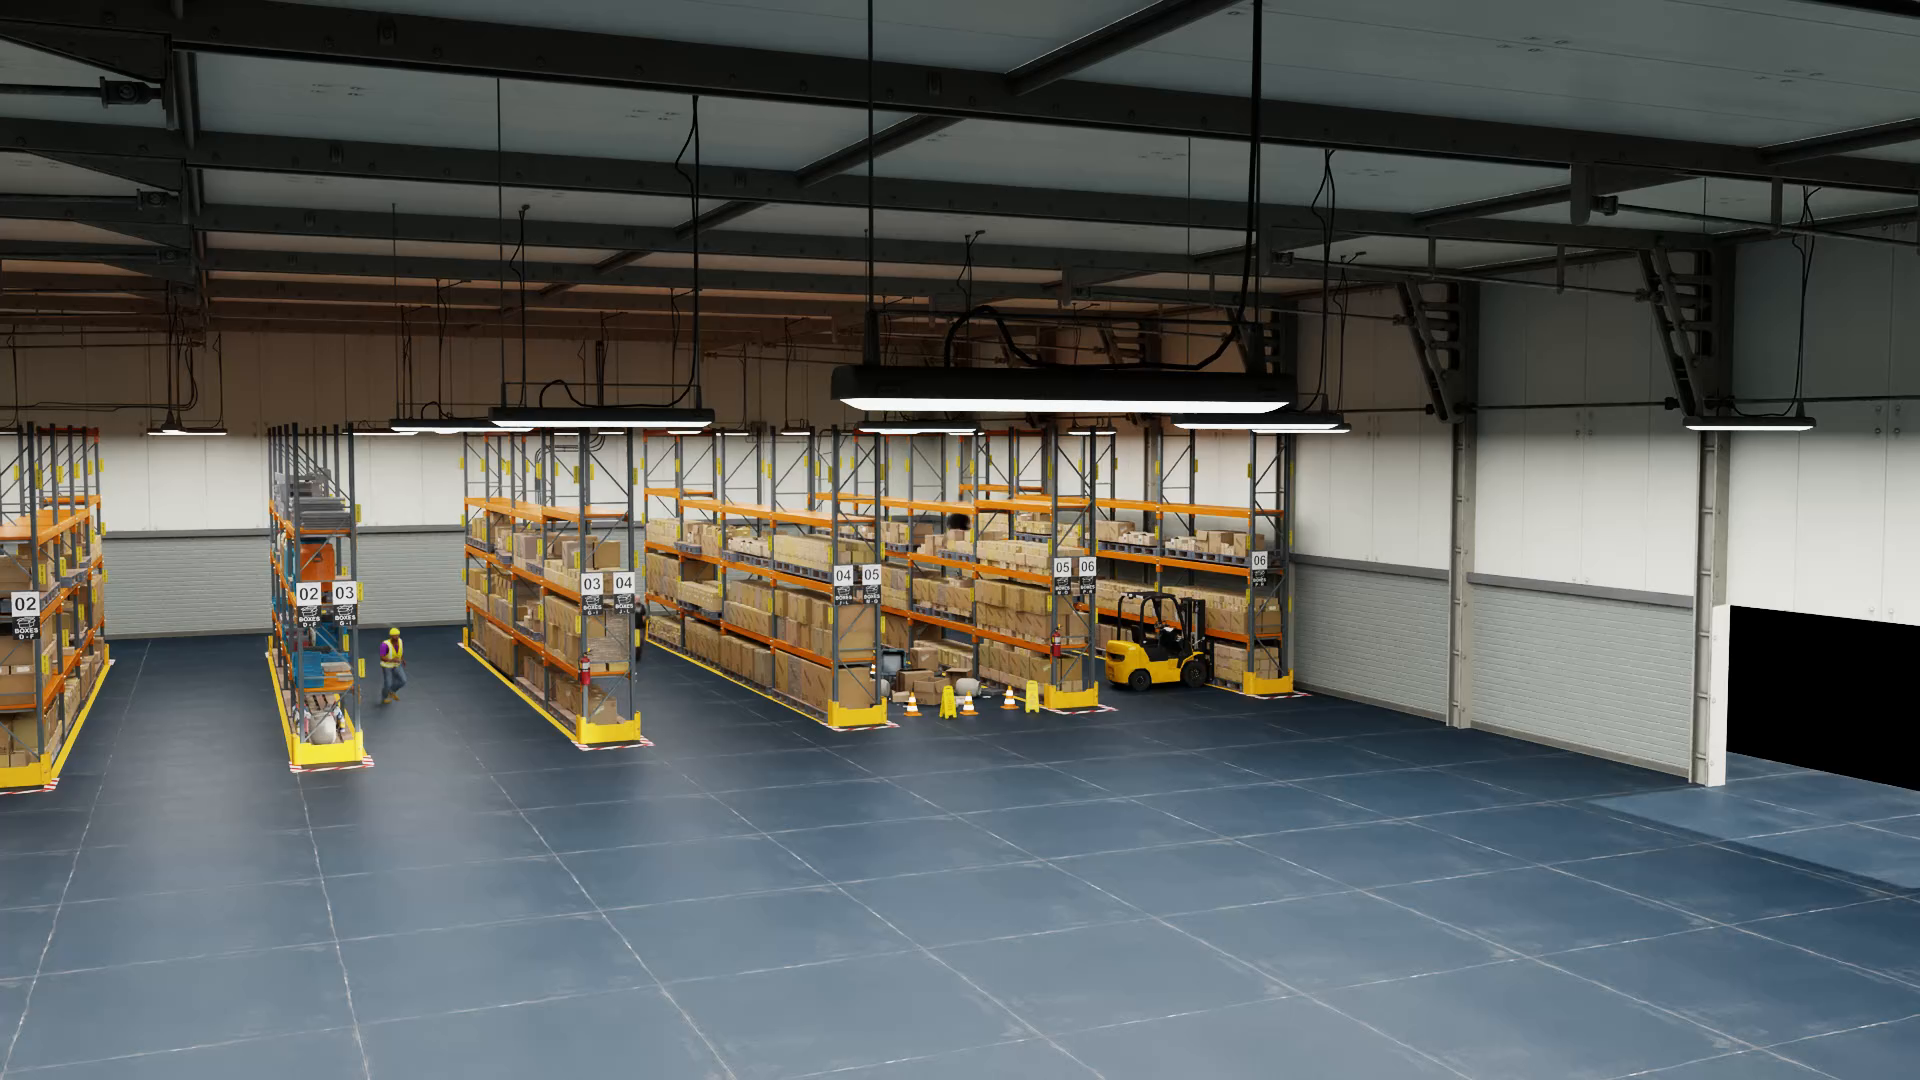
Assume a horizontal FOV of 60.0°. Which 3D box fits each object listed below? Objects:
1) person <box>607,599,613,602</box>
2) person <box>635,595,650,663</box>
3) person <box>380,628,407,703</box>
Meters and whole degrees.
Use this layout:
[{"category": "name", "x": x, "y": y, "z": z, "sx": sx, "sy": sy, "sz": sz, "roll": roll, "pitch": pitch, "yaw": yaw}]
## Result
[{"category": "person", "x": -9.678, "y": 2.115, "z": 45.342, "sx": 0.562, "sy": 1.738, "sz": 0.813, "roll": -1, "pitch": 4, "yaw": -20}, {"category": "person", "x": -8.231, "y": 2.275, "z": 42.466, "sx": 0.638, "sy": 1.747, "sz": 0.721, "roll": -2, "pitch": 4, "yaw": -26}, {"category": "person", "x": -12.176, "y": 2.710, "z": 35.752, "sx": 0.833, "sy": 1.657, "sz": 0.729, "roll": 3, "pitch": 4, "yaw": 36}]
